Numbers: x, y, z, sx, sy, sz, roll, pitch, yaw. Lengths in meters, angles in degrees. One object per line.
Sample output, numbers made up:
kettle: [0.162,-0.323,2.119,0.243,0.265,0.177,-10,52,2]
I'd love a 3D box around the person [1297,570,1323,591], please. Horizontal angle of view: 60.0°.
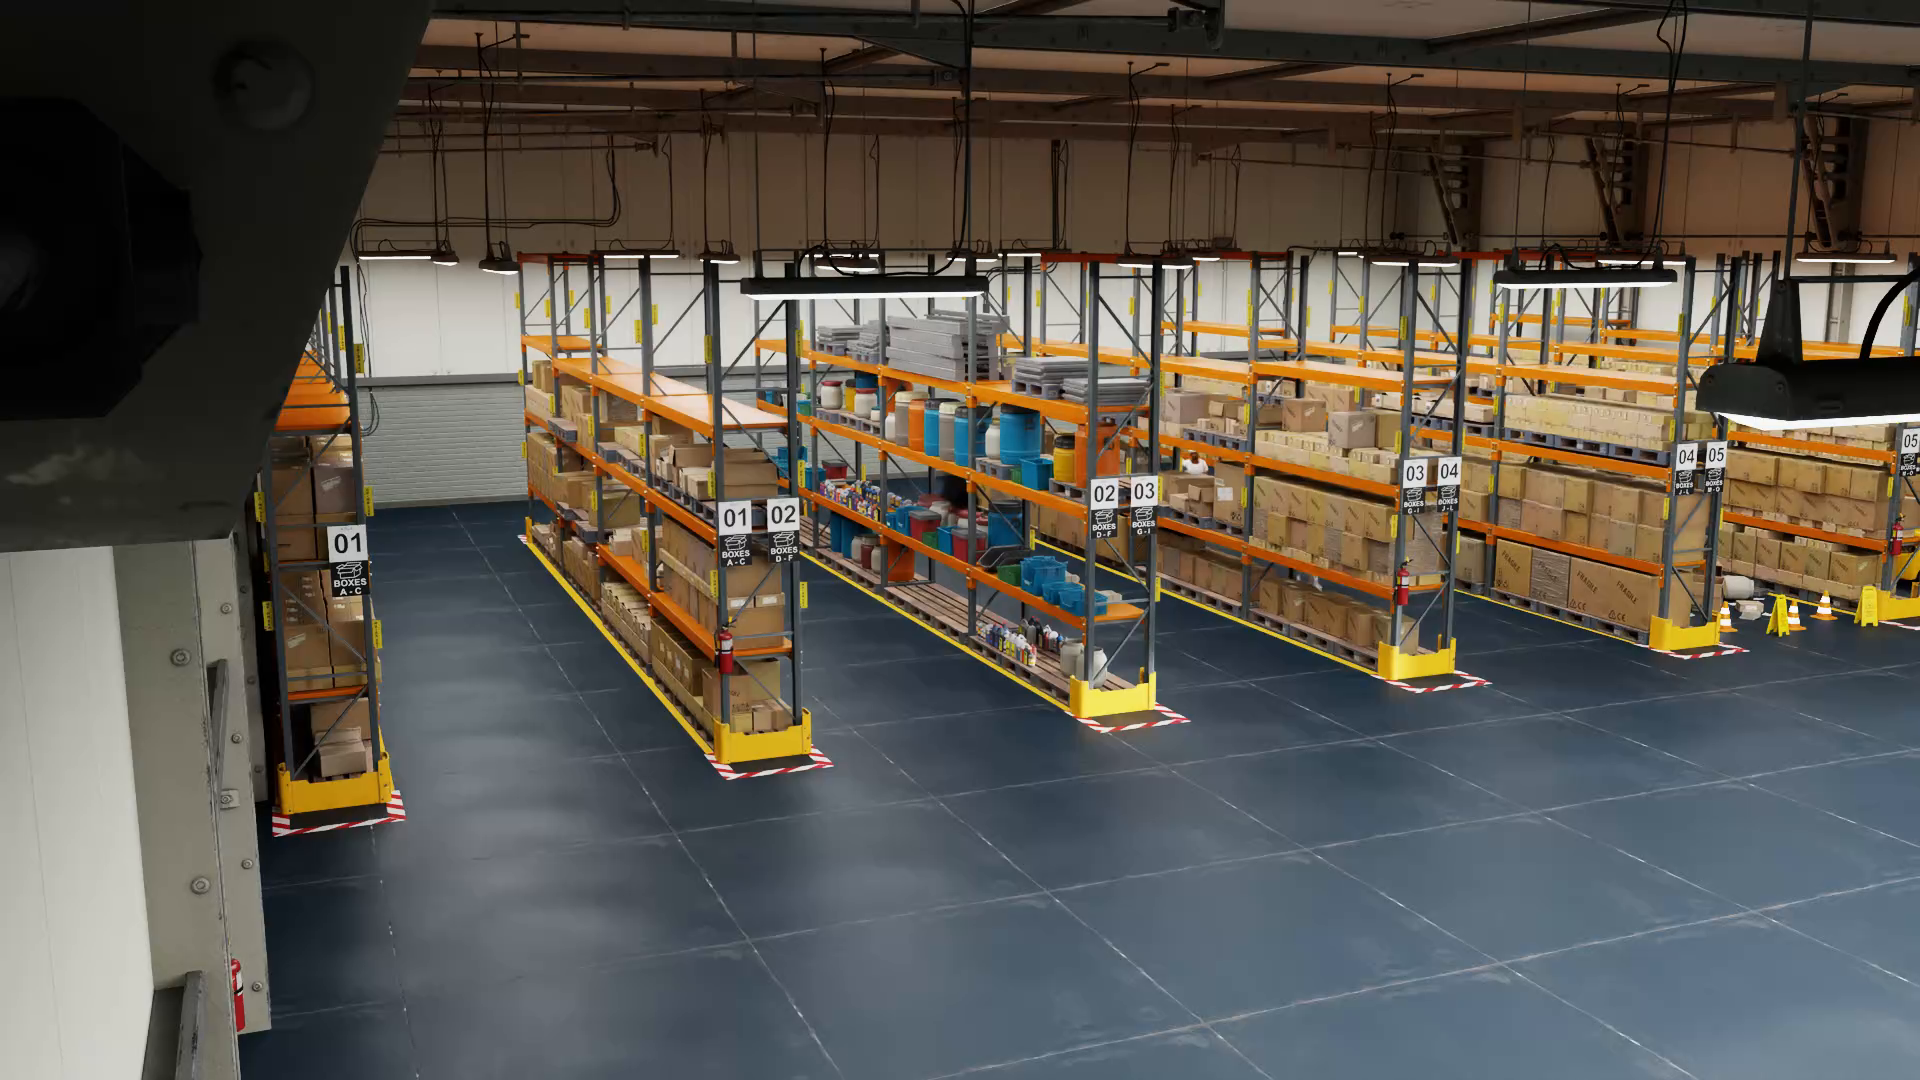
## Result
person: [6.332,-0.036,30.312,0.650,1.807,1.024,-6,12,-31]

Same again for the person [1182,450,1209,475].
person: [5.139,-1.159,36.450,0.682,1.781,0.915,-3,11,-17]

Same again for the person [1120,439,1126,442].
person: [3.658,-1.617,39.402,0.703,1.592,0.507,-2,11,-11]
